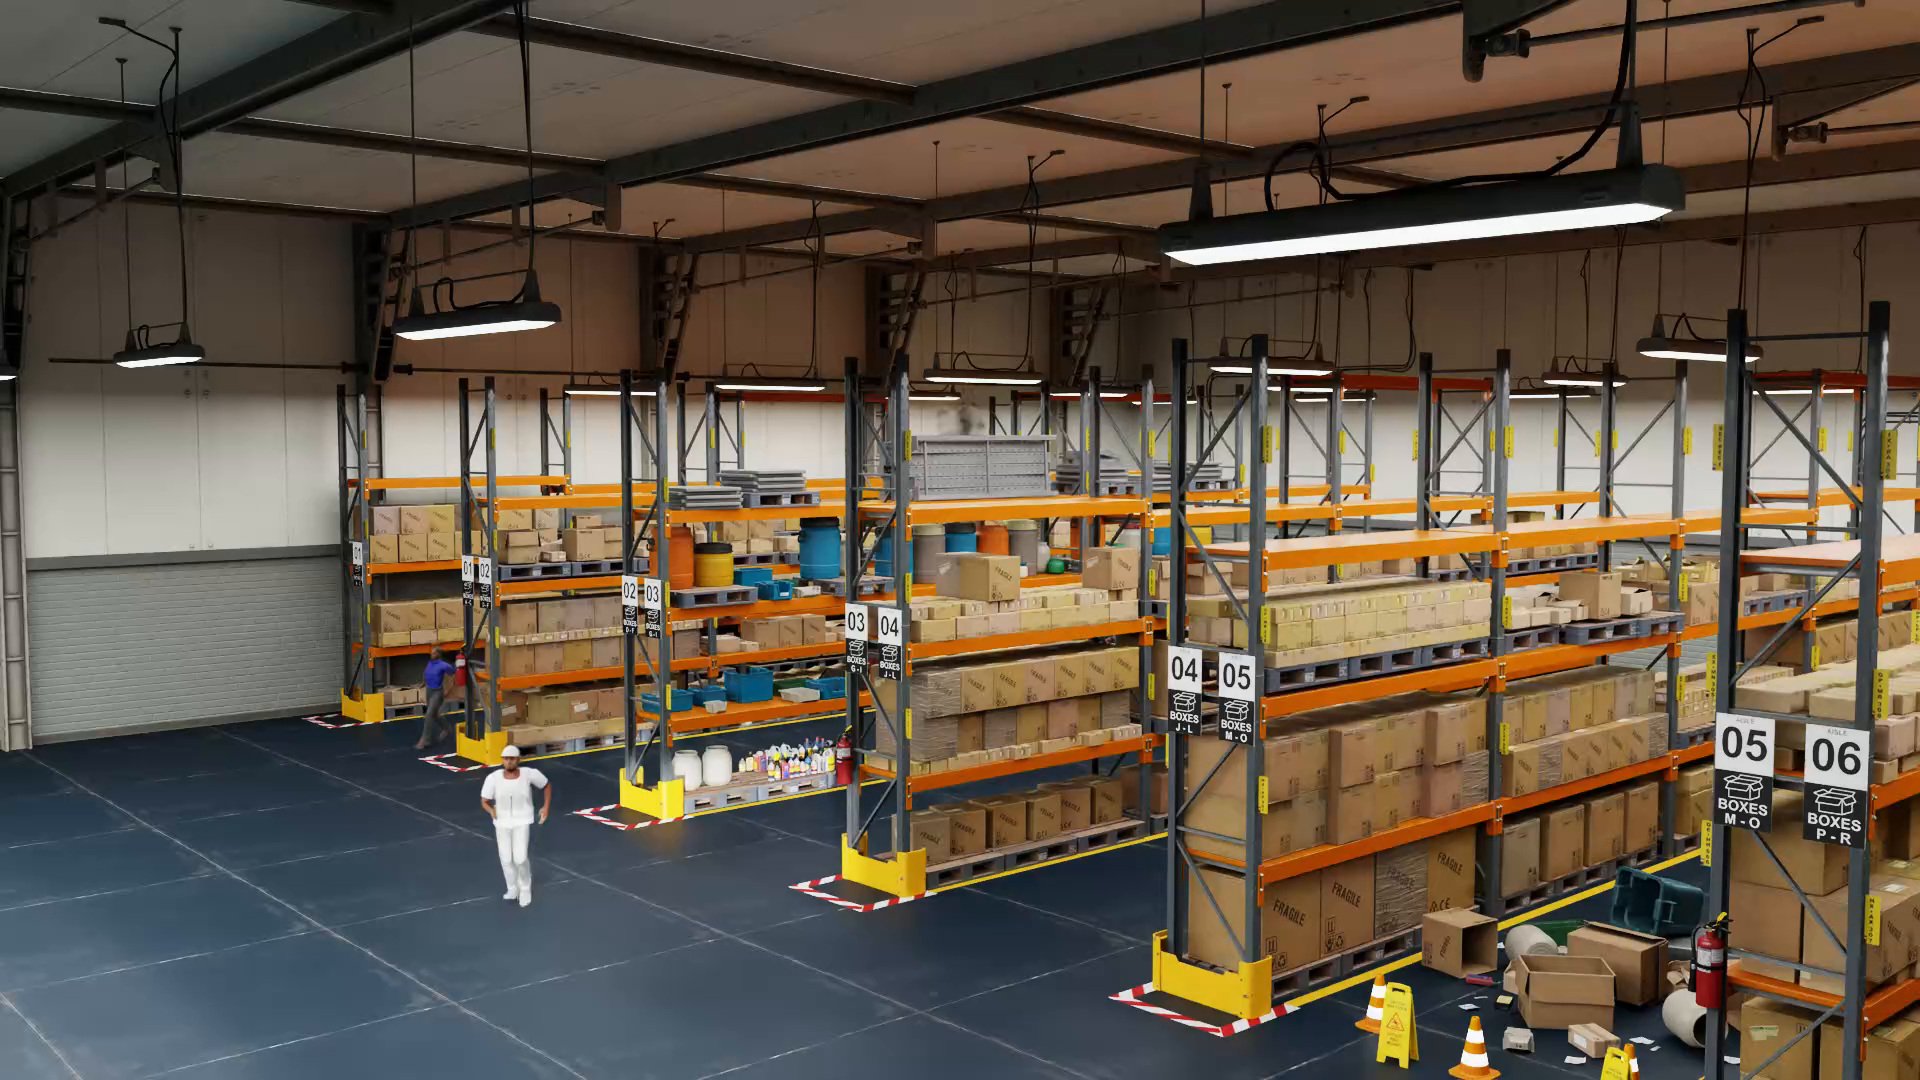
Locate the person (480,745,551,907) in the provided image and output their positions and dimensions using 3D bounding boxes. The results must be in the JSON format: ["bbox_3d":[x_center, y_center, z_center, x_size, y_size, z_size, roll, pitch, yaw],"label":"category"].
[{"bbox_3d":[-4.837,3.114,18.065,0.724,1.789,0.695,0,4,-5],"label":"person"}]

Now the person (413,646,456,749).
[{"bbox_3d":[-8.549,2.548,27.241,0.629,1.657,0.854,2,4,33],"label":"person"}]
